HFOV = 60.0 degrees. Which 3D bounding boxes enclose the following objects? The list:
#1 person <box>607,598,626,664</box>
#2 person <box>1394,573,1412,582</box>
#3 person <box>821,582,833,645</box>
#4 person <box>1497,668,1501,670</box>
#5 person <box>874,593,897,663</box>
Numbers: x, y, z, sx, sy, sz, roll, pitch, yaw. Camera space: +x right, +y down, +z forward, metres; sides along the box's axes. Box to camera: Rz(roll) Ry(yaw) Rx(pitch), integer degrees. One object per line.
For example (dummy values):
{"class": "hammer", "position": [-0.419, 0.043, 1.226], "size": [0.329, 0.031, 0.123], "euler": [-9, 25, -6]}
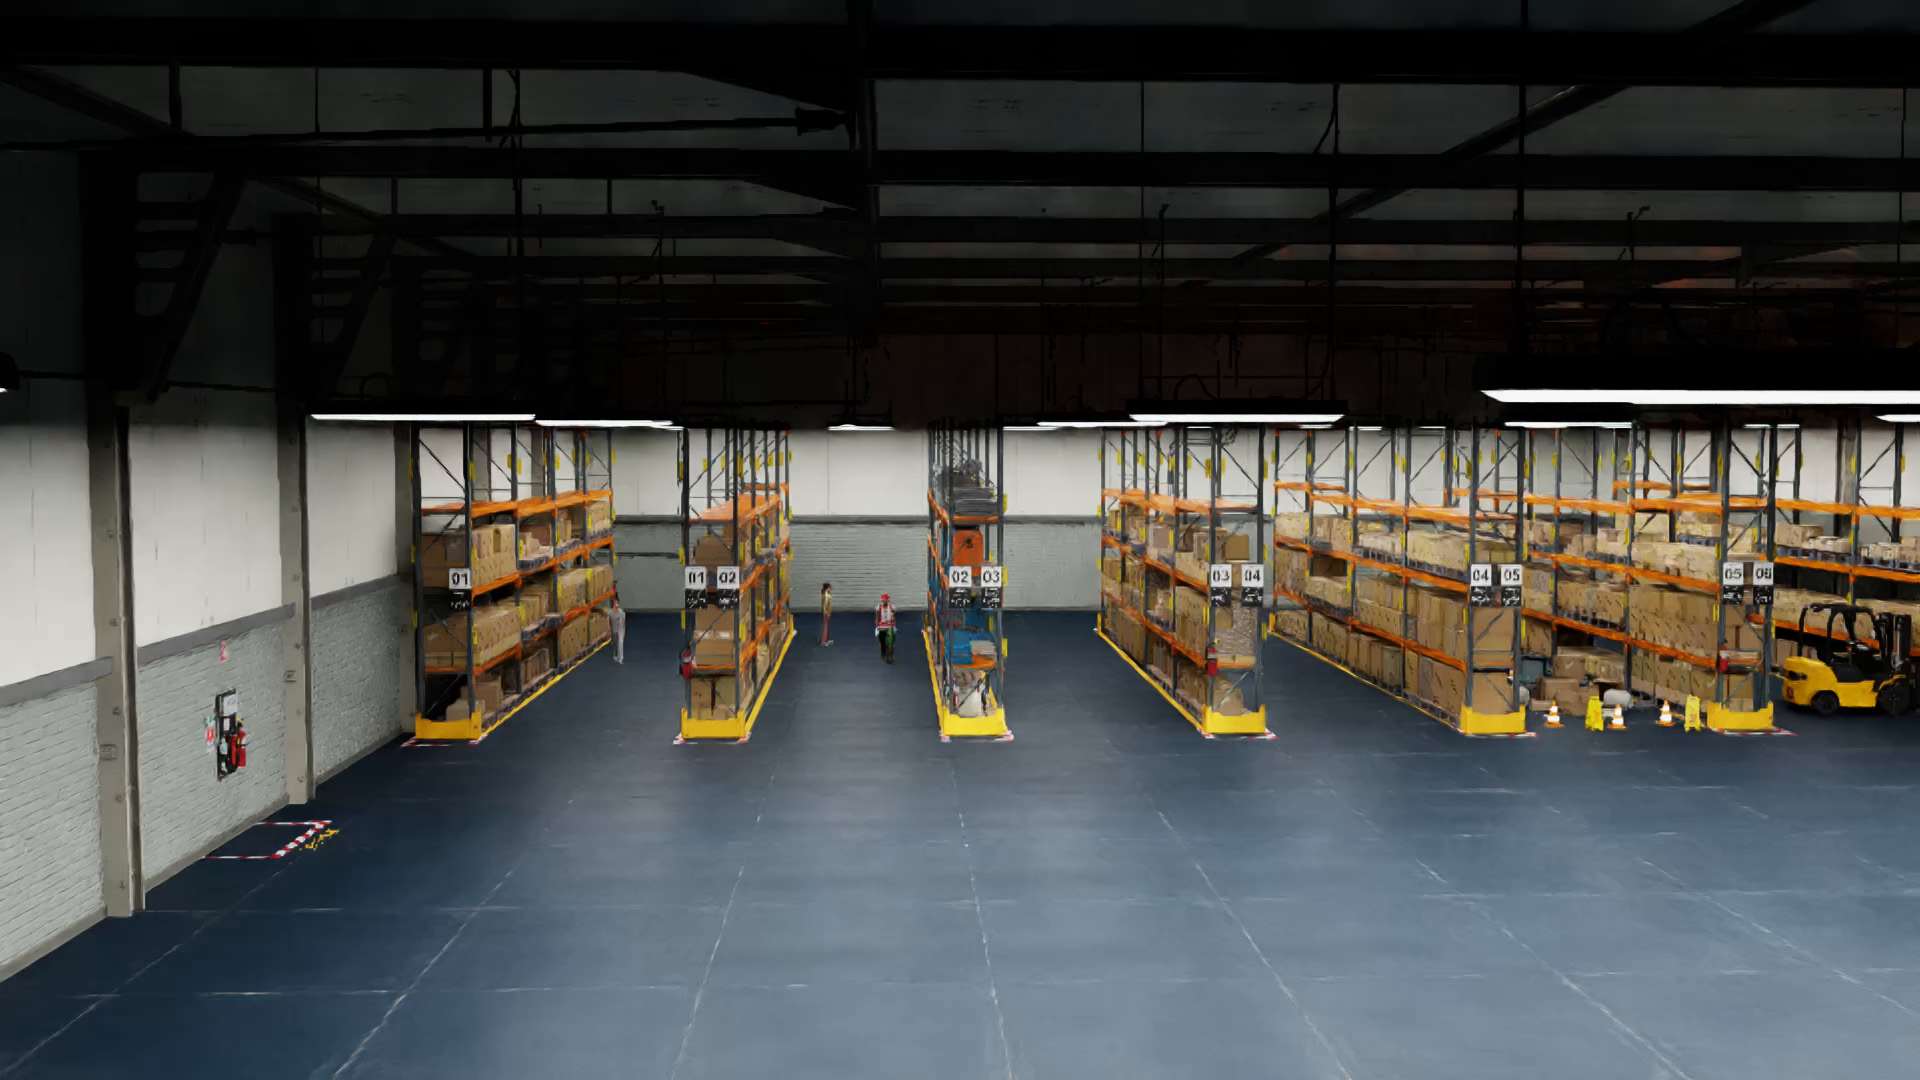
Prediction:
{"class": "person", "position": [-8.496, 2.226, 41.075], "size": [0.448, 1.586, 1.098], "euler": [0, 4, -5]}
{"class": "person", "position": [13.619, 1.542, 51.113], "size": [0.538, 1.743, 0.626], "euler": [-3, 5, -39]}
{"class": "person", "position": [-3.558, 1.960, 44.557], "size": [0.380, 1.681, 0.598], "euler": [-1, 4, -14]}
{"class": "person", "position": [12.185, 2.388, 38.136], "size": [0.538, 1.665, 0.573], "euler": [2, 4, 28]}
{"class": "person", "position": [-1.849, 2.167, 41.187], "size": [0.552, 1.709, 1.123], "euler": [0, 4, 0]}
